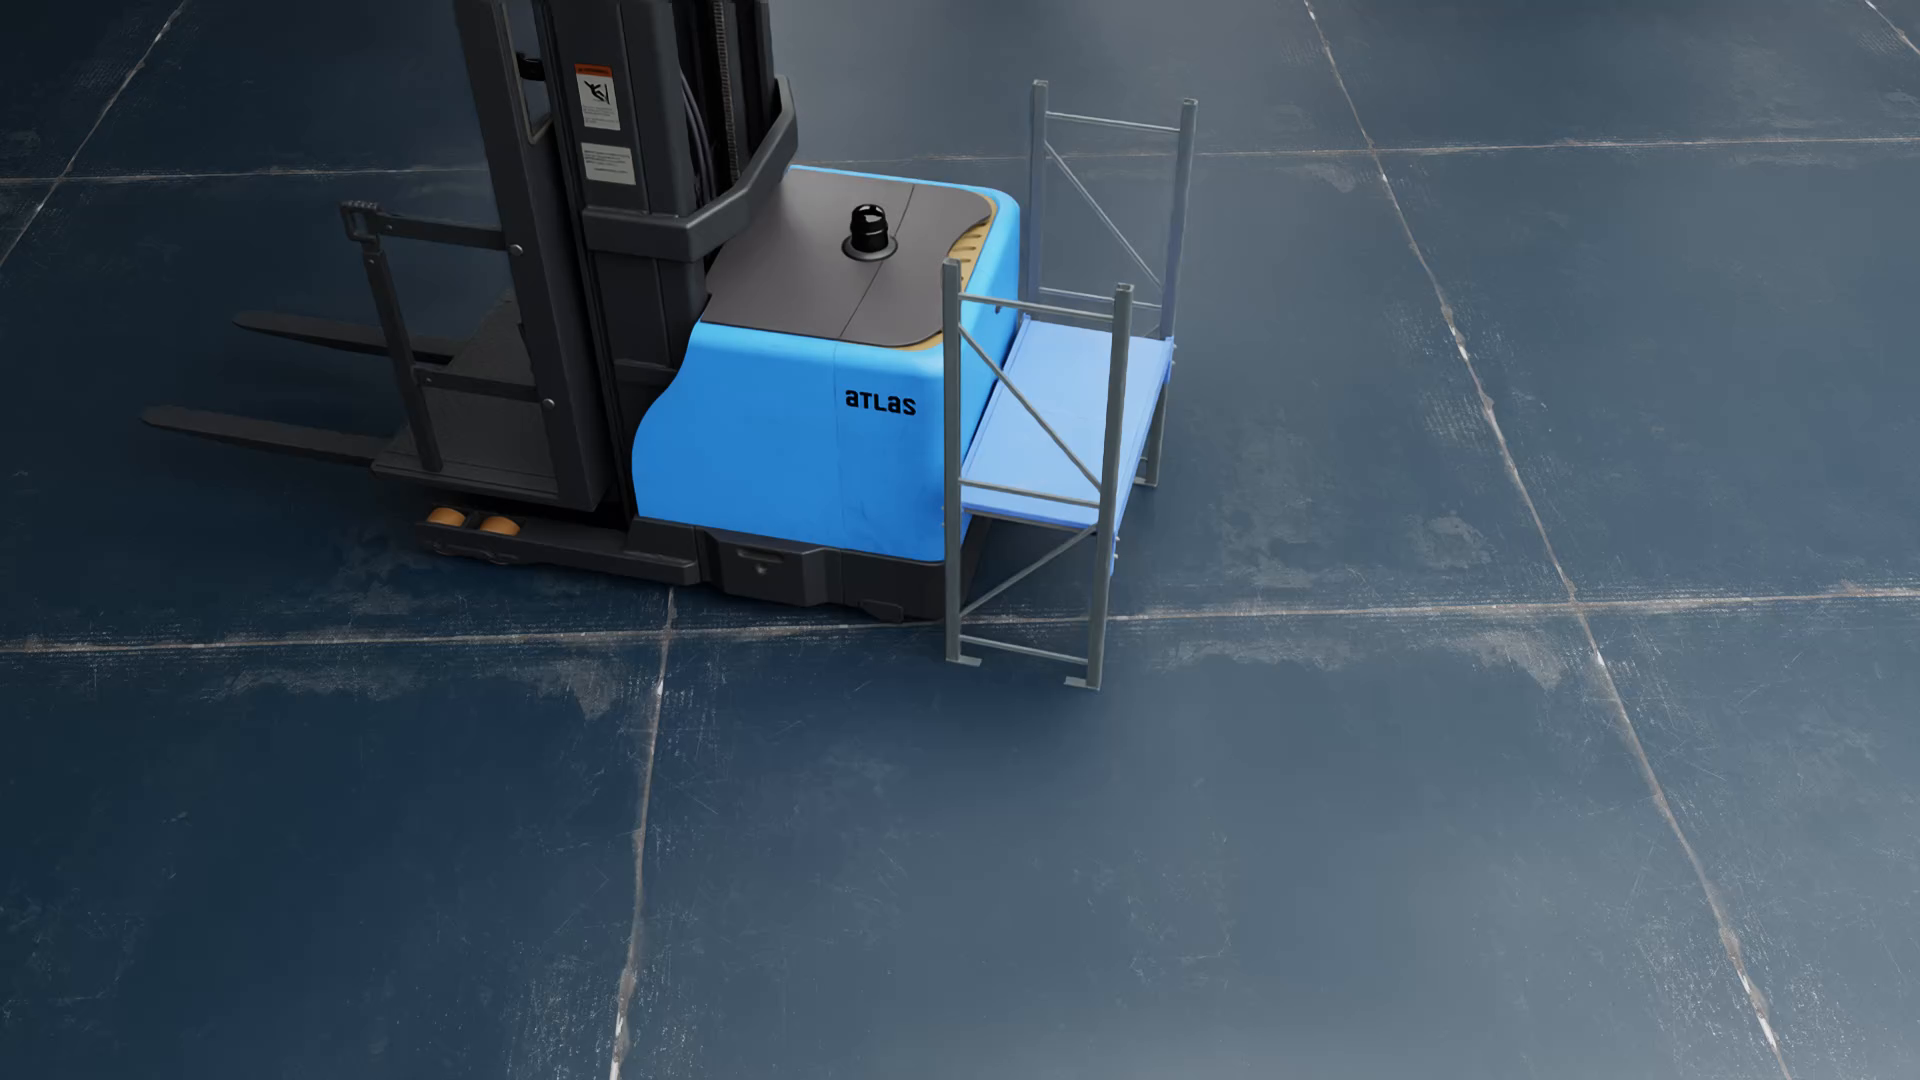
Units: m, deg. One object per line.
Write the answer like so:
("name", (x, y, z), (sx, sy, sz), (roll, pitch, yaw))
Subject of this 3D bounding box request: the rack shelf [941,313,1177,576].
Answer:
("rack shelf", (0.333, -0.330, 5.266), (0.538, 0.185, 1.000), (10, 44, 11))

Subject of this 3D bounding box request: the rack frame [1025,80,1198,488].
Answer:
("rack frame", (0.466, -0.794, 5.506), (0.500, 1.500, 0.032), (10, 44, 11))

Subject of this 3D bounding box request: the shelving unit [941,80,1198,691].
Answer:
("shelving unit", (0.333, -0.462, 5.144), (0.538, 1.500, 1.048), (10, 44, 11))

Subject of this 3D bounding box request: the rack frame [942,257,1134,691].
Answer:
("rack frame", (0.199, -0.131, 4.783), (0.500, 1.500, 0.032), (10, 44, 11))

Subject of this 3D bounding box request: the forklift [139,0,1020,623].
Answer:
("forklift", (-1.363, -1.335, 5.037), (3.031, 2.935, 1.130), (9, 43, 10))
